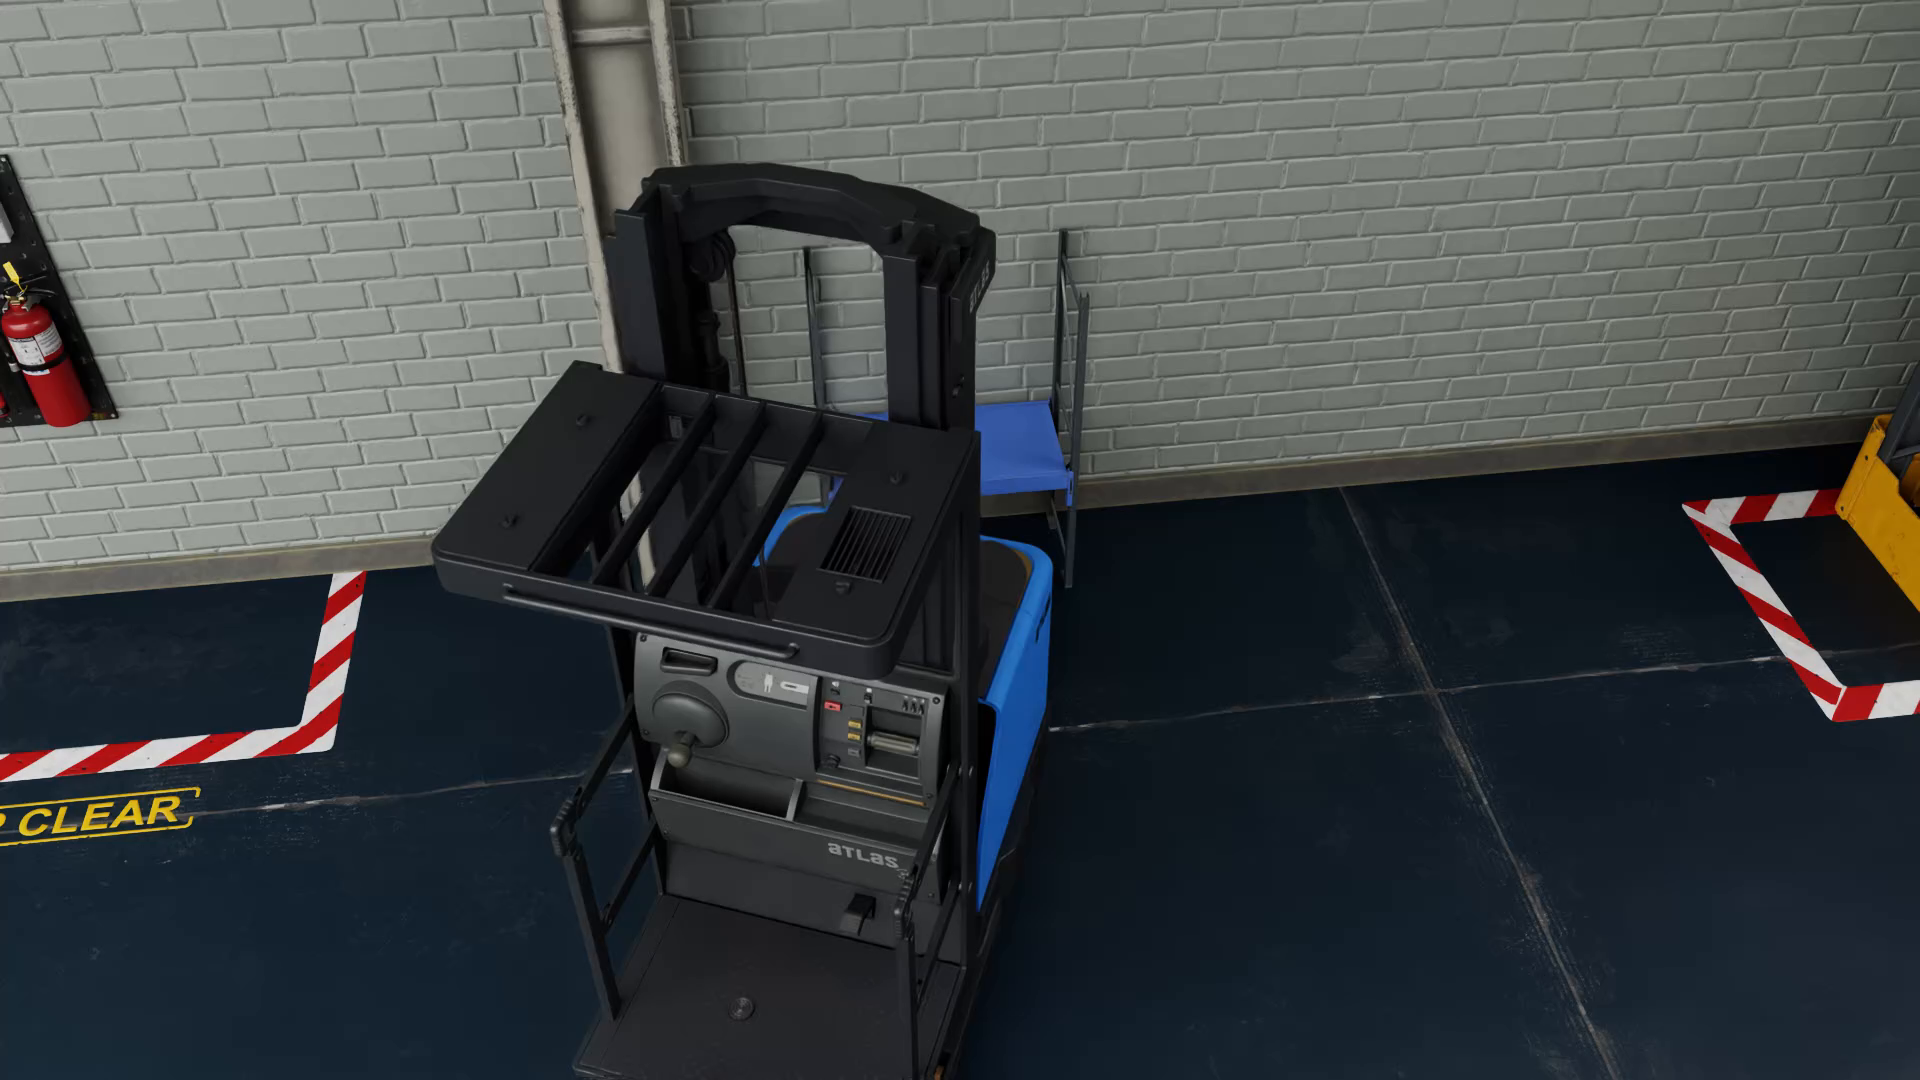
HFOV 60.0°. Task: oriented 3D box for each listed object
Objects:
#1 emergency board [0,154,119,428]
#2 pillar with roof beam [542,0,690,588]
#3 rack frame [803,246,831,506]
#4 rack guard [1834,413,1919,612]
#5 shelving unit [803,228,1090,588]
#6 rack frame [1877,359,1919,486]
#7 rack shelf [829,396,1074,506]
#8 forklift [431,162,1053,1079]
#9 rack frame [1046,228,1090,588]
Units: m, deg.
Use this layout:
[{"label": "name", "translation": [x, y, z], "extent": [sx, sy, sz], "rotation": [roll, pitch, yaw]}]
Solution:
[{"label": "emergency board", "translation": [-3.649, -0.834, 6.150], "extent": [0.643, 1.169, 0.194], "rotation": [-5, 42, -6]}, {"label": "pillar with roof beam", "translation": [-0.636, -0.392, 1.181], "extent": [0.400, 9.000, 9.100], "rotation": [-5, 42, -6]}, {"label": "rack frame", "translation": [-0.568, -0.427, 6.819], "extent": [0.032, 1.500, 0.500], "rotation": [-5, 42, -5]}, {"label": "rack guard", "translation": [4.249, 0.012, 7.078], "extent": [0.348, 0.500, 1.175], "rotation": [-5, 42, -6]}, {"label": "shelving unit", "translation": [-0.064, -0.471, 6.867], "extent": [1.048, 1.500, 0.538], "rotation": [-5, 42, -5]}, {"label": "rack frame", "translation": [4.173, -0.909, 6.234], "extent": [0.127, 3.000, 1.000], "rotation": [-5, 42, -6]}, {"label": "rack shelf", "translation": [-0.064, -0.337, 6.988], "extent": [1.000, 0.185, 0.538], "rotation": [-5, 42, -5]}, {"label": "forklift", "translation": [-0.553, 0.596, 4.616], "extent": [1.130, 2.935, 3.031], "rotation": [11, 43, 12]}, {"label": "rack frame", "translation": [0.440, -0.514, 6.916], "extent": [0.032, 1.500, 0.500], "rotation": [-5, 42, -5]}]
